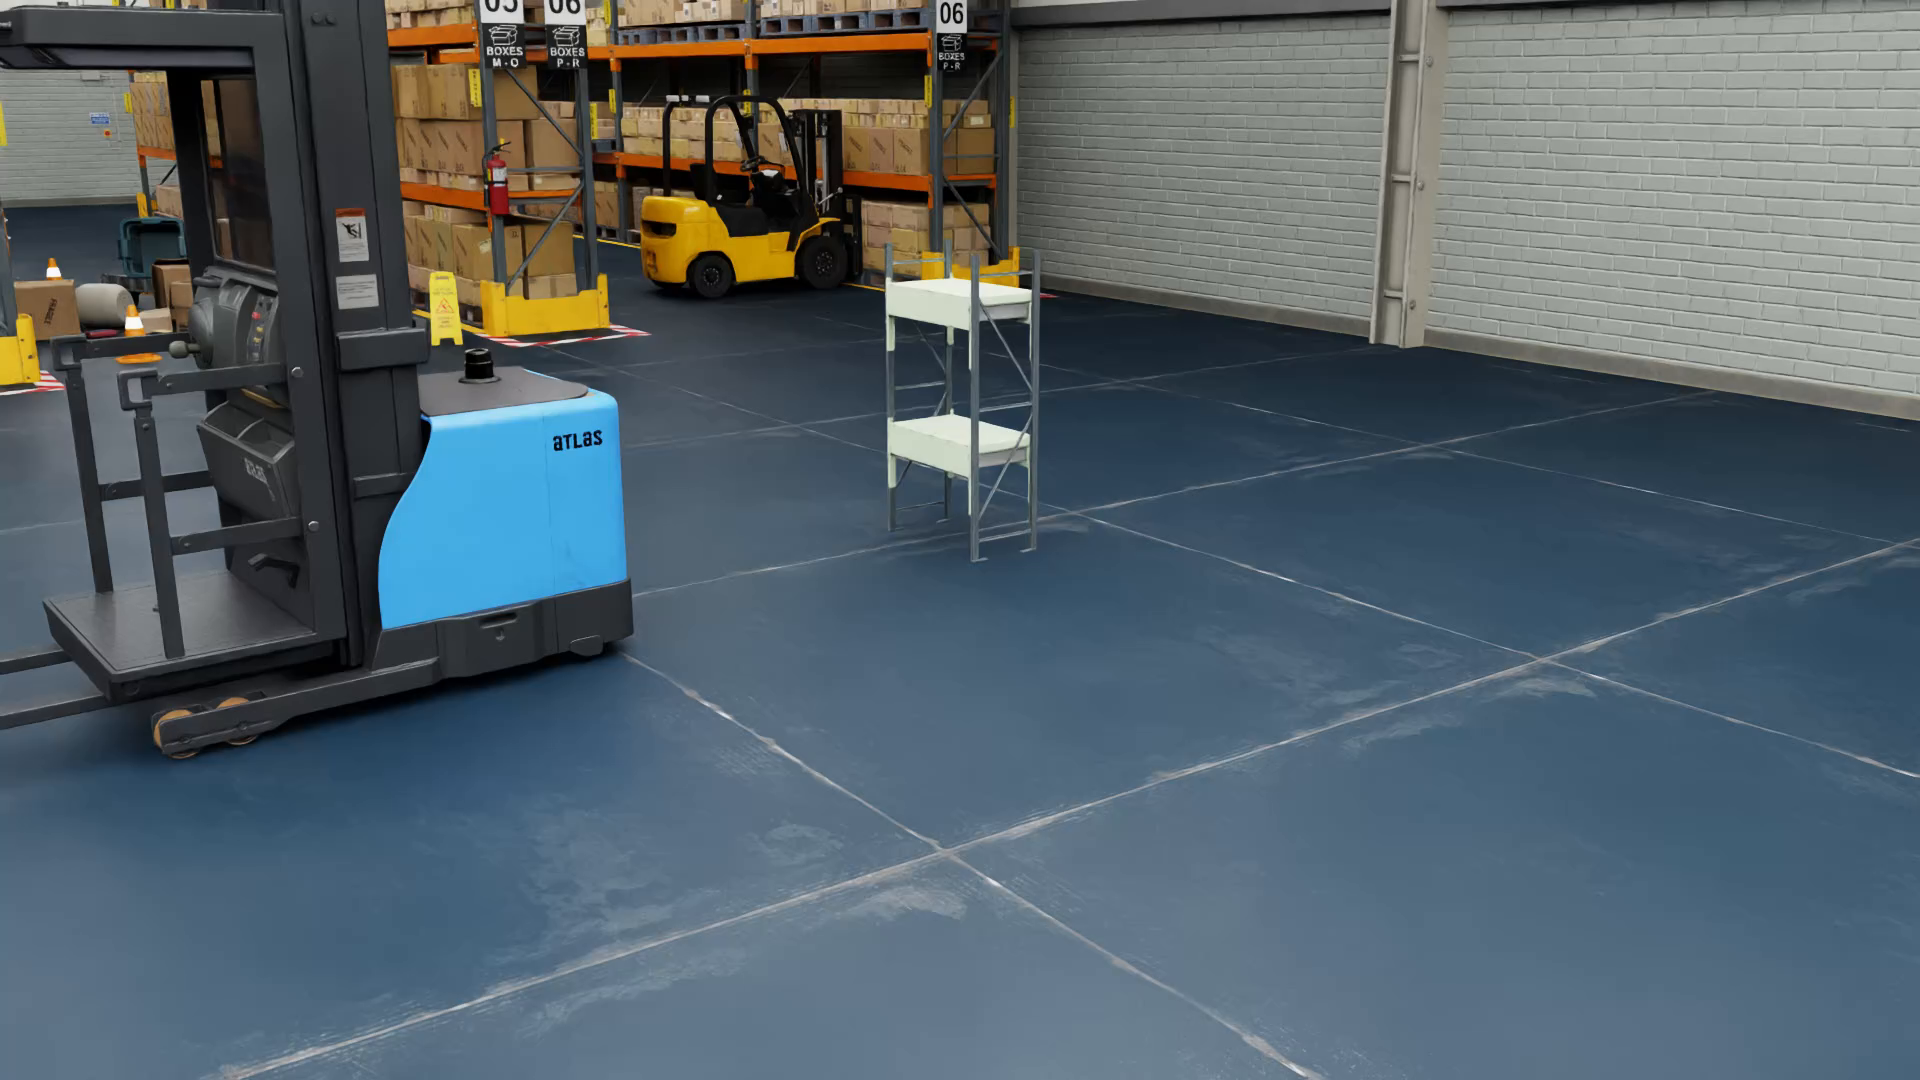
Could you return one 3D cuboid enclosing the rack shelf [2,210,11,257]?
[{"bbox_3d":[-9.023,-2.732,14.237,1.077,0.370,4.000,-11,19,-35],"label":"rack shelf"}]

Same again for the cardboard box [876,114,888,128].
[{"bbox_3d":[-0.734,-4.774,18.918,0.380,0.149,0.250,-11,19,-35],"label":"cardboard box"}]

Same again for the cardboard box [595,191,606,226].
[{"bbox_3d":[-5.302,-5.083,25.406,0.500,0.500,0.500,-11,19,-35],"label":"cardboard box"}]

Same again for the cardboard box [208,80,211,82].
[{"bbox_3d":[-11.464,-6.937,24.926,0.380,0.149,0.250,-10,18,-33],"label":"cardboard box"}]

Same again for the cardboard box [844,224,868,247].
[{"bbox_3d":[-1.036,-3.601,19.518,0.500,0.250,0.500,-11,19,-36],"label":"cardboard box"}]

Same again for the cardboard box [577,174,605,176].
[{"bbox_3d":[-6.015,-5.895,27.142,0.380,0.149,0.250,-12,19,-37],"label":"cardboard box"}]

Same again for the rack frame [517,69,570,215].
[{"bbox_3d":[-6.946,-6.775,27.648,1.000,3.000,0.127,-11,19,-35],"label":"rack frame"}]

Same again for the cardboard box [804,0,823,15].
[{"bbox_3d":[-1.615,-6.336,19.630,0.396,0.266,0.258,-11,19,-36],"label":"cardboard box"}]

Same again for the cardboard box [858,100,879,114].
[{"bbox_3d":[-0.946,-4.964,19.048,0.380,0.149,0.250,-10,18,-33],"label":"cardboard box"}]

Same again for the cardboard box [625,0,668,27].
[{"bbox_3d":[-4.365,-7.474,23.346,0.500,0.500,0.500,-11,19,-34],"label":"cardboard box"}]

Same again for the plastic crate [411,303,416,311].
[{"bbox_3d":[-5.995,-2.425,17.284,0.583,0.080,0.402,10,18,33],"label":"plastic crate"}]

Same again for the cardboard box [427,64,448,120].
[{"bbox_3d":[-4.671,-4.300,15.957,0.700,0.500,0.500,-11,19,-34],"label":"cardboard box"}]

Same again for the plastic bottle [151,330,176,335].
[{"bbox_3d":[-7.420,-1.915,15.456,0.283,0.061,0.133,10,18,33],"label":"plastic bottle"}]

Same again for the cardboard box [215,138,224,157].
[{"bbox_3d":[-10.033,-5.466,23.150,0.500,0.250,0.500,-11,19,-35],"label":"cardboard box"}]

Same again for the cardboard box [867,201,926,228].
[{"bbox_3d":[-0.718,-3.729,19.039,0.500,0.250,0.500,-10,18,-34],"label":"cardboard box"}]

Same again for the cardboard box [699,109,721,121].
[{"bbox_3d":[-3.255,-5.680,22.230,0.380,0.149,0.250,-11,19,-36],"label":"cardboard box"}]

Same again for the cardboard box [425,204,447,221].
[{"bbox_3d":[-5.154,-3.302,16.721,0.380,0.149,0.250,-10,18,-32],"label":"cardboard box"}]

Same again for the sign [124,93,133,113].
[{"bbox_3d":[-13.763,-7.229,27.516,0.100,0.325,0.005,-11,19,-35],"label":"sign"}]

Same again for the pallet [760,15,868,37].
[{"bbox_3d":[-1.719,-6.293,20.372,1.003,0.211,1.213,-11,19,-35],"label":"pallet"}]

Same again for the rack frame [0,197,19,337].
[{"bbox_3d":[-7.847,-2.652,12.582,1.000,3.000,0.127,-11,19,-35],"label":"rack frame"}]

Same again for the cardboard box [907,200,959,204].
[{"bbox_3d":[-0.316,-3.809,19.331,0.500,0.250,0.500,-11,19,-34],"label":"cardboard box"}]

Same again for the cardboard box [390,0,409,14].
[{"bbox_3d":[-5.324,-5.352,16.487,0.500,0.250,0.500,-11,19,-34],"label":"cardboard box"}]

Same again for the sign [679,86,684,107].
[{"bbox_3d":[-4.147,-6.566,24.692,0.100,0.325,0.005,-11,19,-35],"label":"sign"}]

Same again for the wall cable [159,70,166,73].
[{"bbox_3d":[-15.504,-8.771,33.016,0.588,1.984,0.122,-11,19,-35],"label":"wall cable"}]

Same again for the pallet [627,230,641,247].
[{"bbox_3d":[-4.141,-4.394,24.231,1.003,0.211,1.213,-11,19,-35],"label":"pallet"}]

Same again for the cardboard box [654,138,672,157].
[{"bbox_3d":[-3.930,-5.499,23.269,0.500,0.250,0.500,-12,19,-36],"label":"cardboard box"}]

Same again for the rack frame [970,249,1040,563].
[{"bbox_3d":[0.219,-0.644,8.087,0.400,1.500,0.023,-11,19,-35],"label":"rack frame"}]

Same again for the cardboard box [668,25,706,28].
[{"bbox_3d":[-3.960,-7.431,23.663,0.500,0.250,0.500,-11,19,-35],"label":"cardboard box"}]

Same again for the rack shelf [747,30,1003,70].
[{"bbox_3d":[-1.066,-5.740,19.545,1.077,0.370,4.000,-11,19,-35],"label":"rack shelf"}]

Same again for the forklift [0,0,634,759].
[{"bbox_3d":[-2.816,-0.809,5.979,3.031,2.935,1.130,-12,19,-37],"label":"forklift"}]

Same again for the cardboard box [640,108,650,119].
[{"bbox_3d":[-4.315,-6.061,23.619,0.380,0.149,0.250,-10,18,-33],"label":"cardboard box"}]

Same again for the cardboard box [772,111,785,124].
[{"bbox_3d":[-2.114,-5.264,20.709,0.380,0.149,0.250,-10,18,-33],"label":"cardboard box"}]

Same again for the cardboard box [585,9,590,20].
[{"bbox_3d":[-5.417,-7.841,24.826,0.380,0.149,0.250,-11,19,-35],"label":"cardboard box"}]

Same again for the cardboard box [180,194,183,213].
[{"bbox_3d":[-11.768,-5.312,26.362,0.875,0.438,0.875,-12,19,-36],"label":"cardboard box"}]

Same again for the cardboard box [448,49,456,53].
[{"bbox_3d":[-8.763,-8.617,29.173,0.380,0.149,0.250,-11,19,-35],"label":"cardboard box"}]

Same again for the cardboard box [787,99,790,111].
[{"bbox_3d":[-1.910,-5.362,20.505,0.380,0.149,0.250,-11,19,-36],"label":"cardboard box"}]

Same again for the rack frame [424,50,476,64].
[{"bbox_3d":[-9.297,-7.629,30.769,1.000,3.000,0.127,-11,19,-35],"label":"rack frame"}]

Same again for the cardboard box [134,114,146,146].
[{"bbox_3d":[-13.260,-6.759,27.400,0.500,0.500,0.500,-11,19,-35],"label":"cardboard box"}]

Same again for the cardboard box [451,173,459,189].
[{"bbox_3d":[-4.668,-3.462,16.018,0.380,0.149,0.250,-11,19,-35],"label":"cardboard box"}]

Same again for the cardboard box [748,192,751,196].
[{"bbox_3d":[-3.008,-4.401,22.675,0.875,0.625,0.625,-11,19,-35],"label":"cardboard box"}]

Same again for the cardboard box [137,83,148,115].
[{"bbox_3d":[-12.949,-7.133,26.871,0.500,0.500,0.500,-11,19,-36],"label":"cardboard box"}]

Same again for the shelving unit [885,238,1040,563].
[{"bbox_3d":[0.004,-0.722,8.373,0.431,1.500,0.755,-11,19,-35],"label":"shelving unit"}]

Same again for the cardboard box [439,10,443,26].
[{"bbox_3d":[-4.735,-4.974,15.862,0.380,0.149,0.250,-11,19,-34],"label":"cardboard box"}]

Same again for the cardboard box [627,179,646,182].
[{"bbox_3d":[-4.994,-5.492,25.671,0.380,0.149,0.250,-11,19,-34],"label":"cardboard box"}]

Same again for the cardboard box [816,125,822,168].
[{"bbox_3d":[-1.574,-4.763,20.108,0.500,0.500,0.500,-11,19,-35],"label":"cardboard box"}]

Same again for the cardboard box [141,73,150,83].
[{"bbox_3d":[-12.884,-7.411,26.659,0.380,0.149,0.250,-12,19,-36],"label":"cardboard box"}]

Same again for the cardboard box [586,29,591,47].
[{"bbox_3d":[-5.388,-7.475,24.806,0.500,0.250,0.500,-11,19,-34],"label":"cardboard box"}]

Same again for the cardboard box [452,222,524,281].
[{"bbox_3d":[-4.585,-2.810,16.154,0.500,0.500,0.500,-11,19,-34],"label":"cardboard box"}]

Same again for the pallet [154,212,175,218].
[{"bbox_3d":[-12.777,-5.354,27.740,1.003,0.211,1.213,-11,19,-35],"label":"pallet"}]

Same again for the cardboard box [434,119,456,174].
[{"bbox_3d":[-4.735,-3.814,16.076,0.500,0.500,0.500,-11,19,-34],"label":"cardboard box"}]

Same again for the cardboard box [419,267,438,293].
[{"bbox_3d":[-5.206,-2.671,17.067,0.500,0.250,0.500,-12,19,-37],"label":"cardboard box"}]

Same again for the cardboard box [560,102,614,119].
[{"bbox_3d":[-5.703,-6.493,25.627,0.797,0.503,0.637,-11,19,-36],"label":"cardboard box"}]

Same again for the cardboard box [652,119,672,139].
[{"bbox_3d":[-3.944,-5.735,23.187,0.500,0.250,0.500,-11,19,-36],"label":"cardboard box"}]
